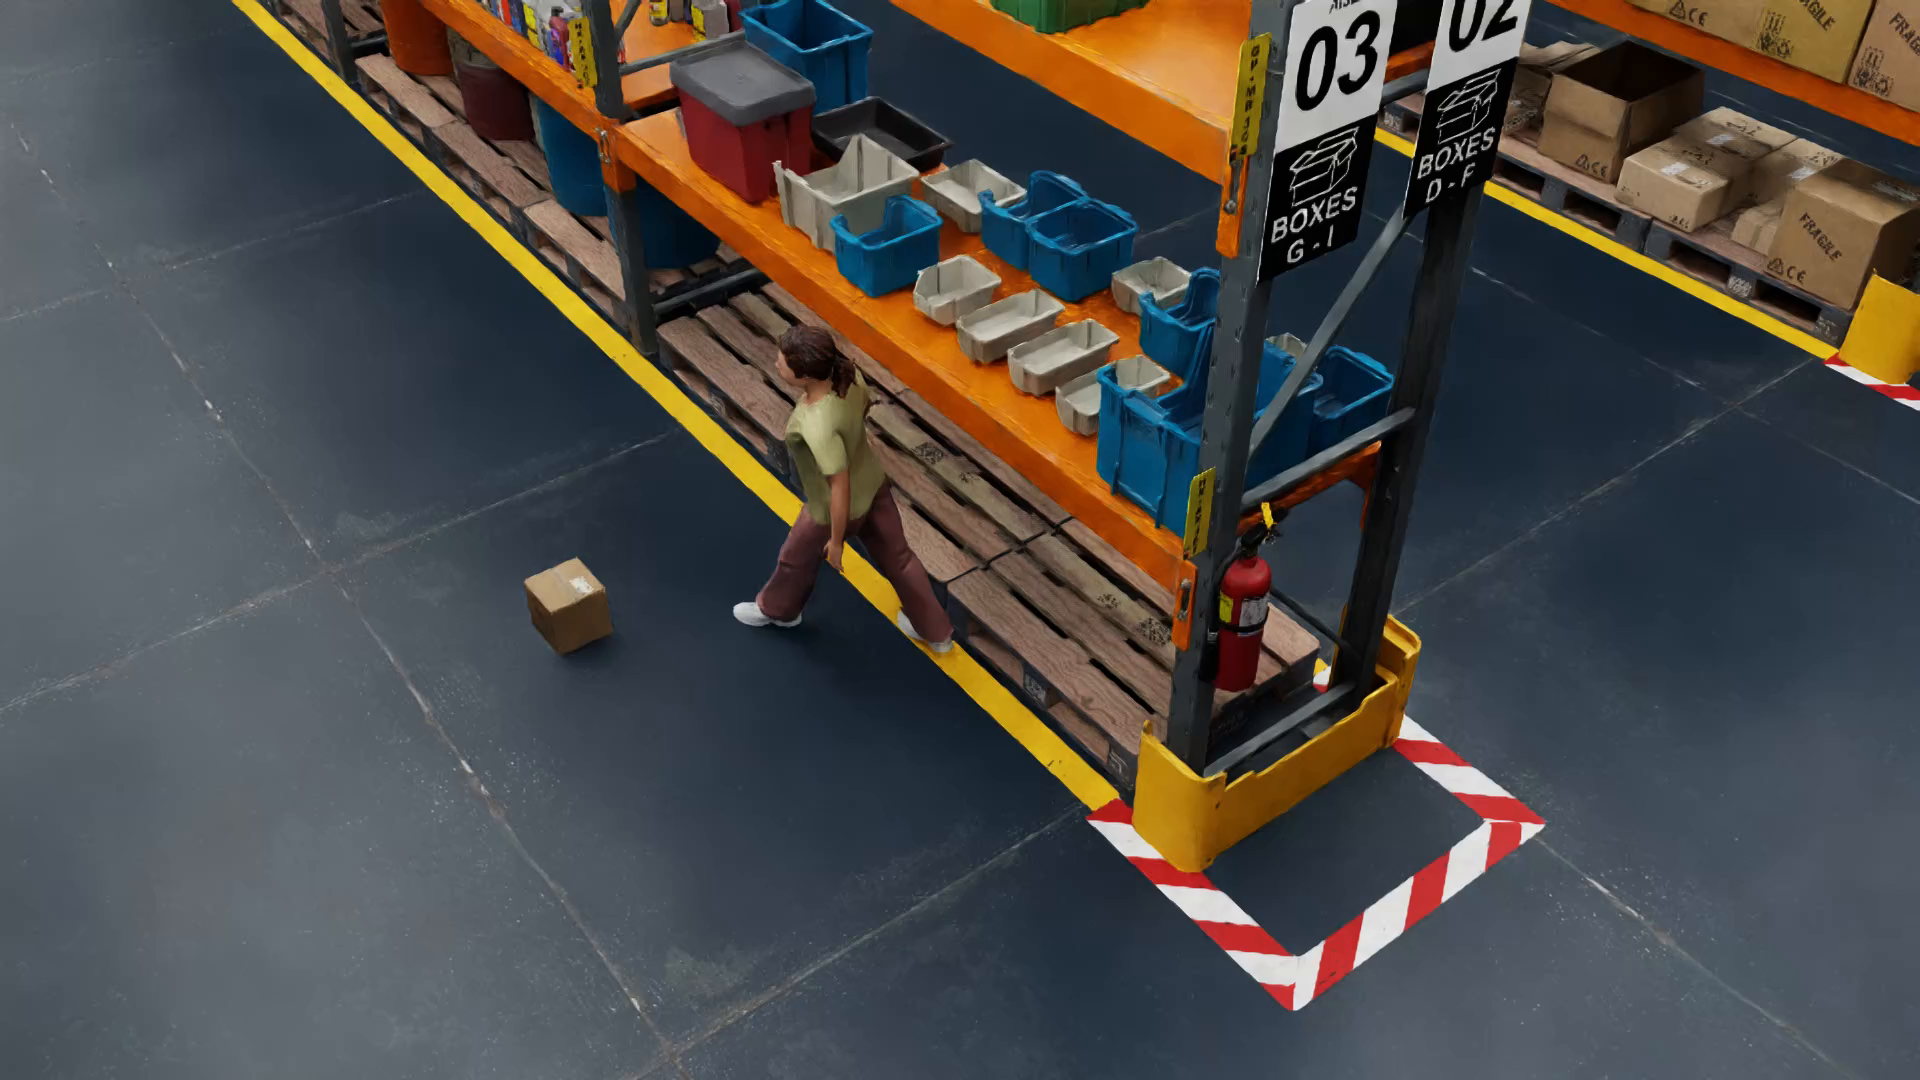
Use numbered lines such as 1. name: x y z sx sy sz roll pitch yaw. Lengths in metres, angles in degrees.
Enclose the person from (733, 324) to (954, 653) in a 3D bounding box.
1. person: -0.514 -0.188 6.414 0.963 1.618 0.569 16 43 18
